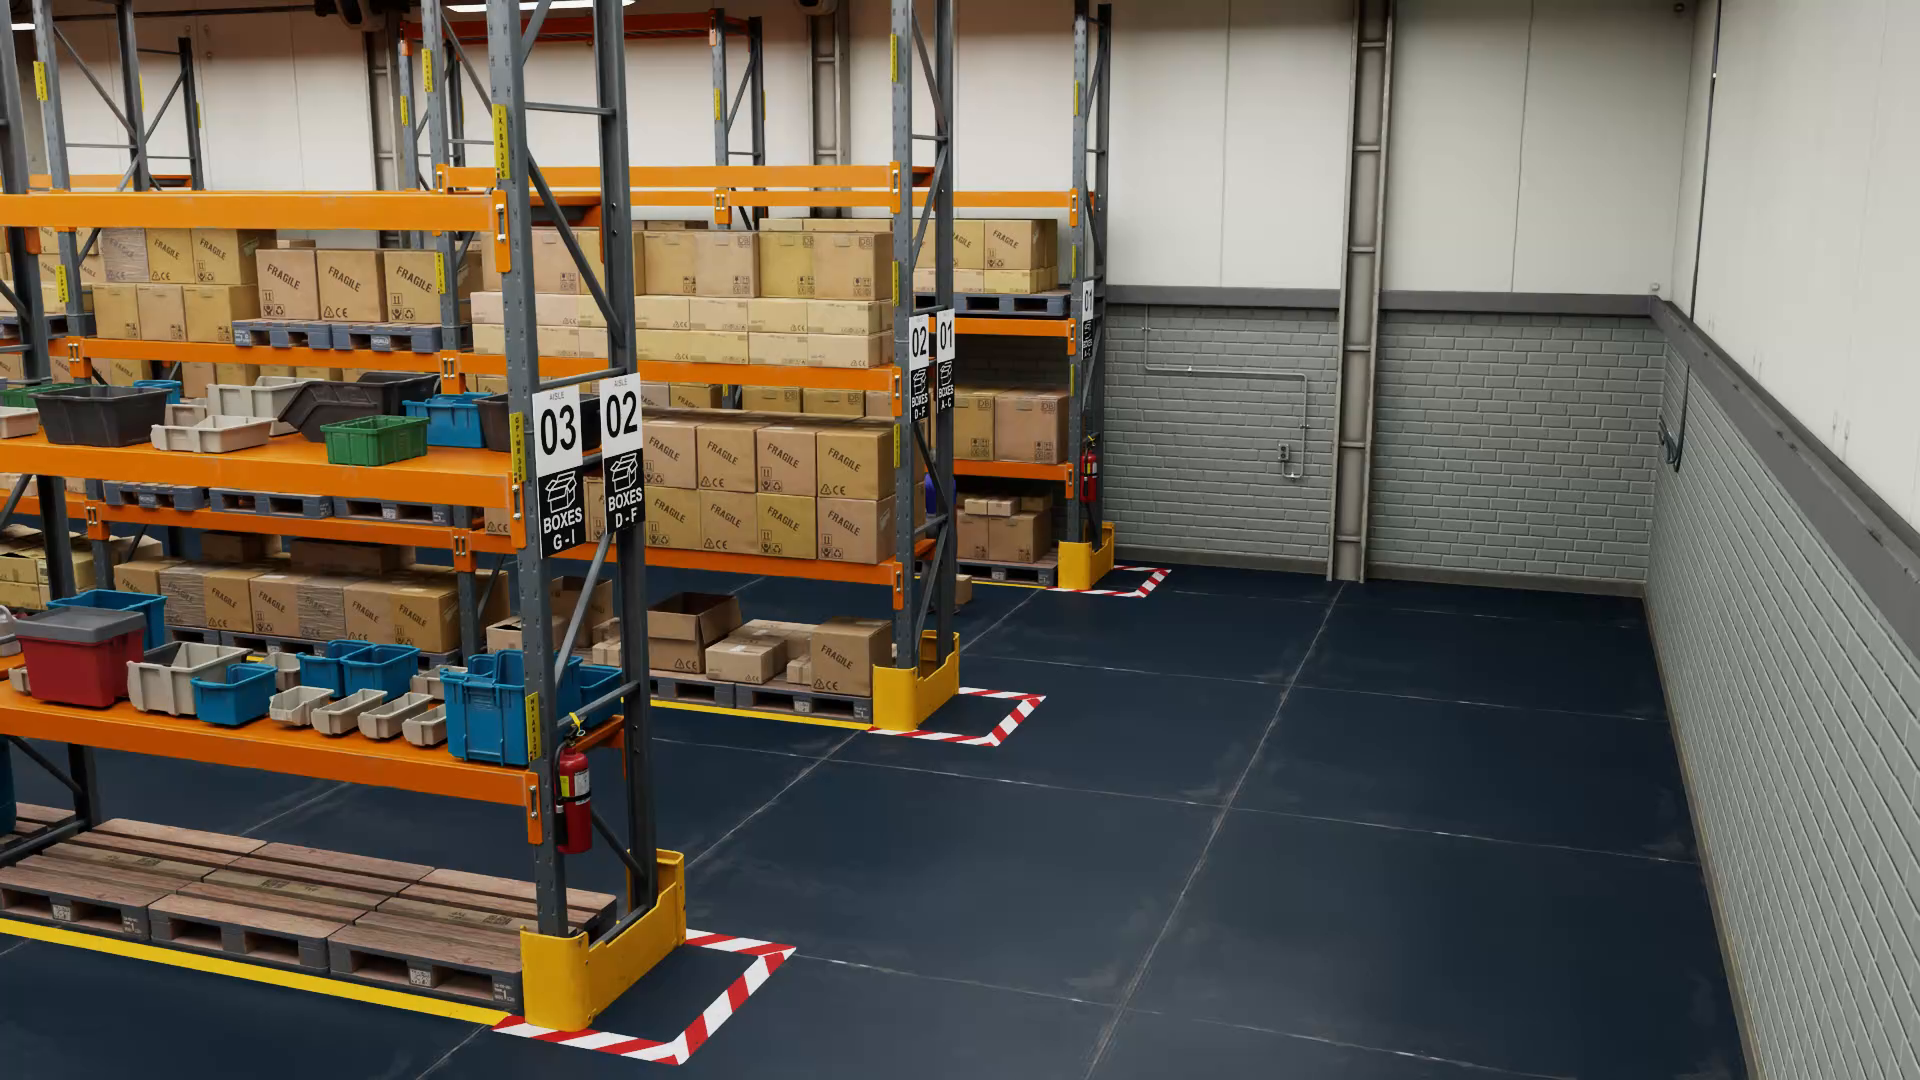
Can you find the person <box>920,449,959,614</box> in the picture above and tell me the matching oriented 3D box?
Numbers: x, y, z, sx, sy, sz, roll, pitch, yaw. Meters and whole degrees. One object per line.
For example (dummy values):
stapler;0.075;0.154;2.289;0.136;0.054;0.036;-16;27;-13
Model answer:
person;-0.230;-0.081;16.396;0.440;1.649;0.305;4;13;20
